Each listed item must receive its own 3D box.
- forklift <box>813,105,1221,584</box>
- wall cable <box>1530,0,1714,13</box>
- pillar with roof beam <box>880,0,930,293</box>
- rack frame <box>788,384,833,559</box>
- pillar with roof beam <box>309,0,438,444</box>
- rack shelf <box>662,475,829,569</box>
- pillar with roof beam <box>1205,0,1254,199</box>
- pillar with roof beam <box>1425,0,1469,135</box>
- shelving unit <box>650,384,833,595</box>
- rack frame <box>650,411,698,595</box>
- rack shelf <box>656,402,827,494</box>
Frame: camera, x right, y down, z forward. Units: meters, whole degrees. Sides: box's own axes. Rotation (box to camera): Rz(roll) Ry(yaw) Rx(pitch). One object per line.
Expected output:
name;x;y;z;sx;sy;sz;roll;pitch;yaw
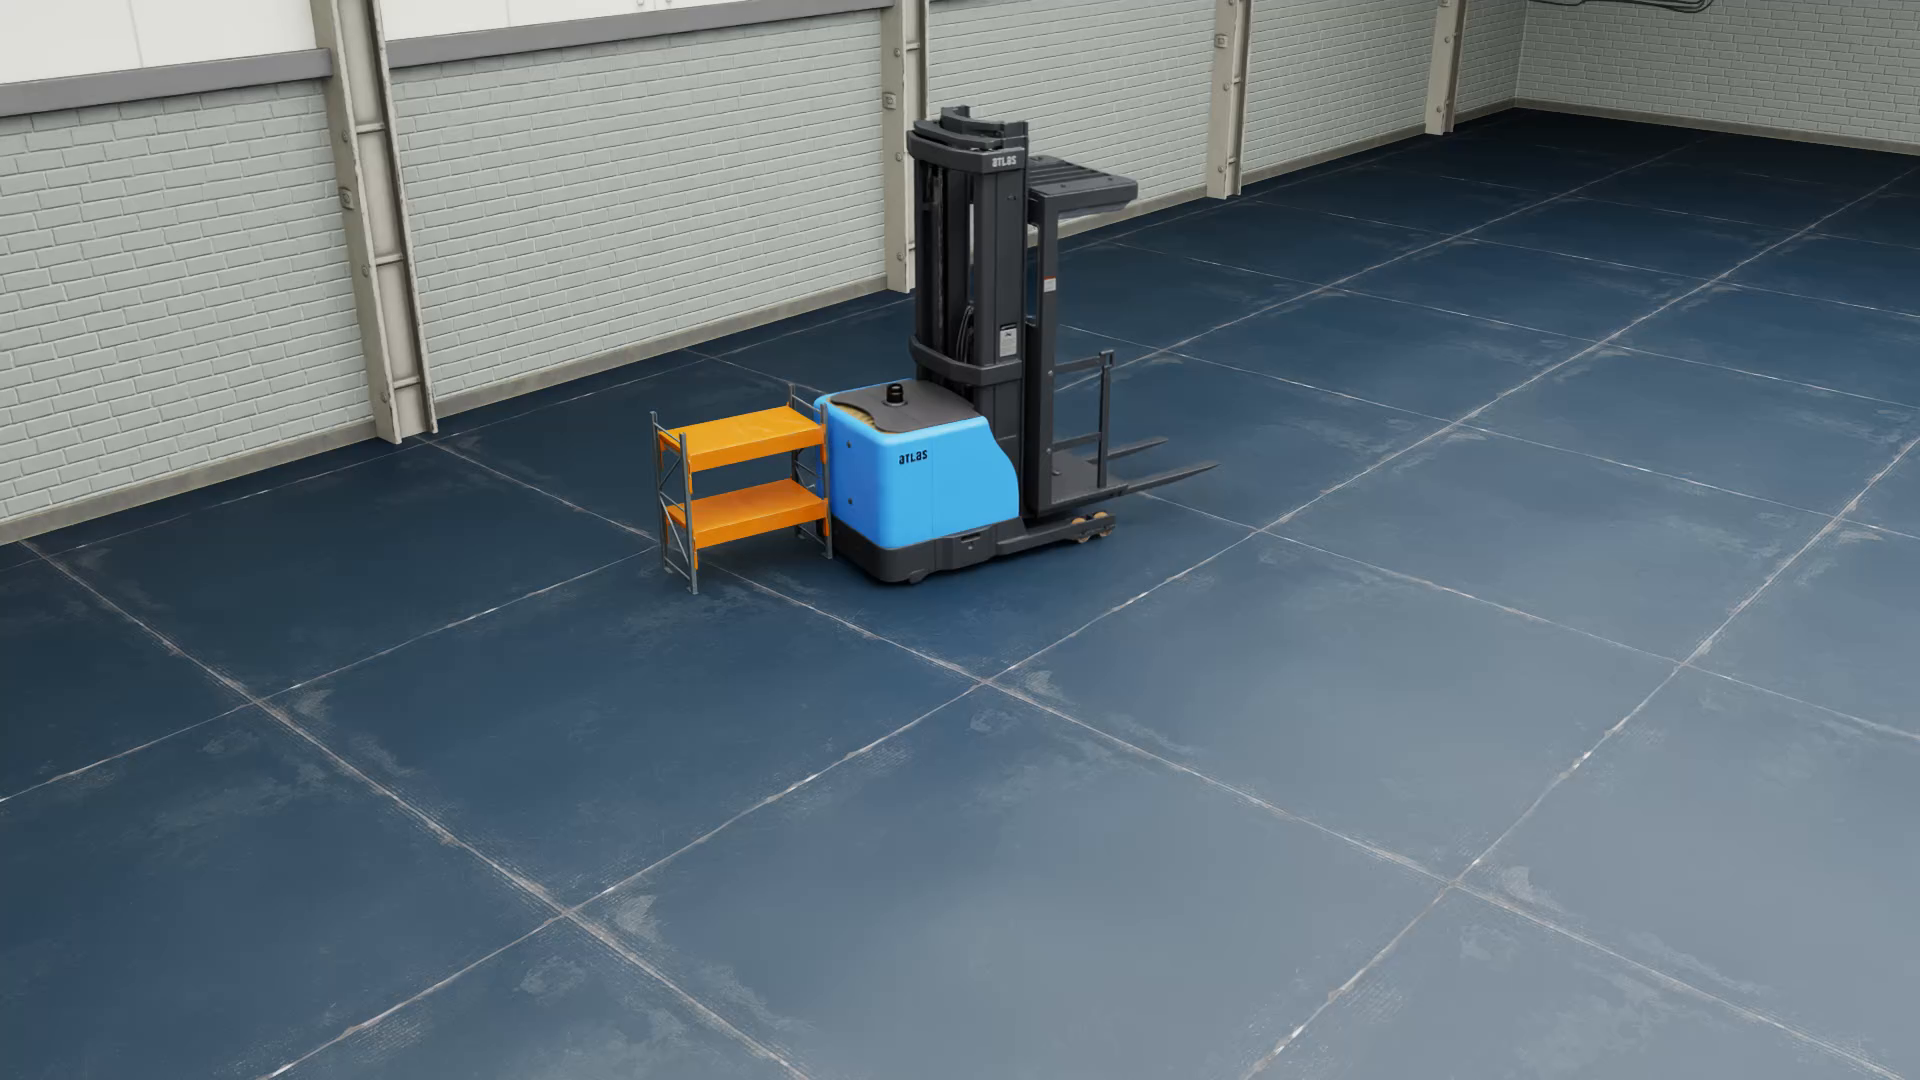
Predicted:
forklift;0.506;-1.490;11.491;3.031;2.935;1.130;-15;28;-30
wall cable;10.408;-9.589;25.932;3.097;2.526;0.112;20;31;38
pillar with roof beam;2.654;-5.637;13.324;9.100;9.000;0.400;20;31;38
rack frame;-1.028;-0.469;11.420;0.032;1.125;0.500;-15;28;-30
pillar with roof beam;-1.351;-3.809;9.247;9.100;9.000;0.400;20;31;38
rack shelf;-1.453;-0.132;11.266;1.000;0.278;0.538;-15;28;-30
pillar with roof beam;6.658;-7.465;17.401;9.100;9.000;0.400;20;31;38
pillar with roof beam;10.663;-9.293;21.478;9.100;9.000;0.400;20;31;38
shelving unit;-1.453;-0.355;11.166;1.048;1.125;0.538;-15;28;-30
rack frame;-1.879;-0.241;10.913;0.032;1.125;0.500;-15;28;-30
rack shelf;-1.453;-0.622;11.047;1.000;0.278;0.538;-15;28;-30
